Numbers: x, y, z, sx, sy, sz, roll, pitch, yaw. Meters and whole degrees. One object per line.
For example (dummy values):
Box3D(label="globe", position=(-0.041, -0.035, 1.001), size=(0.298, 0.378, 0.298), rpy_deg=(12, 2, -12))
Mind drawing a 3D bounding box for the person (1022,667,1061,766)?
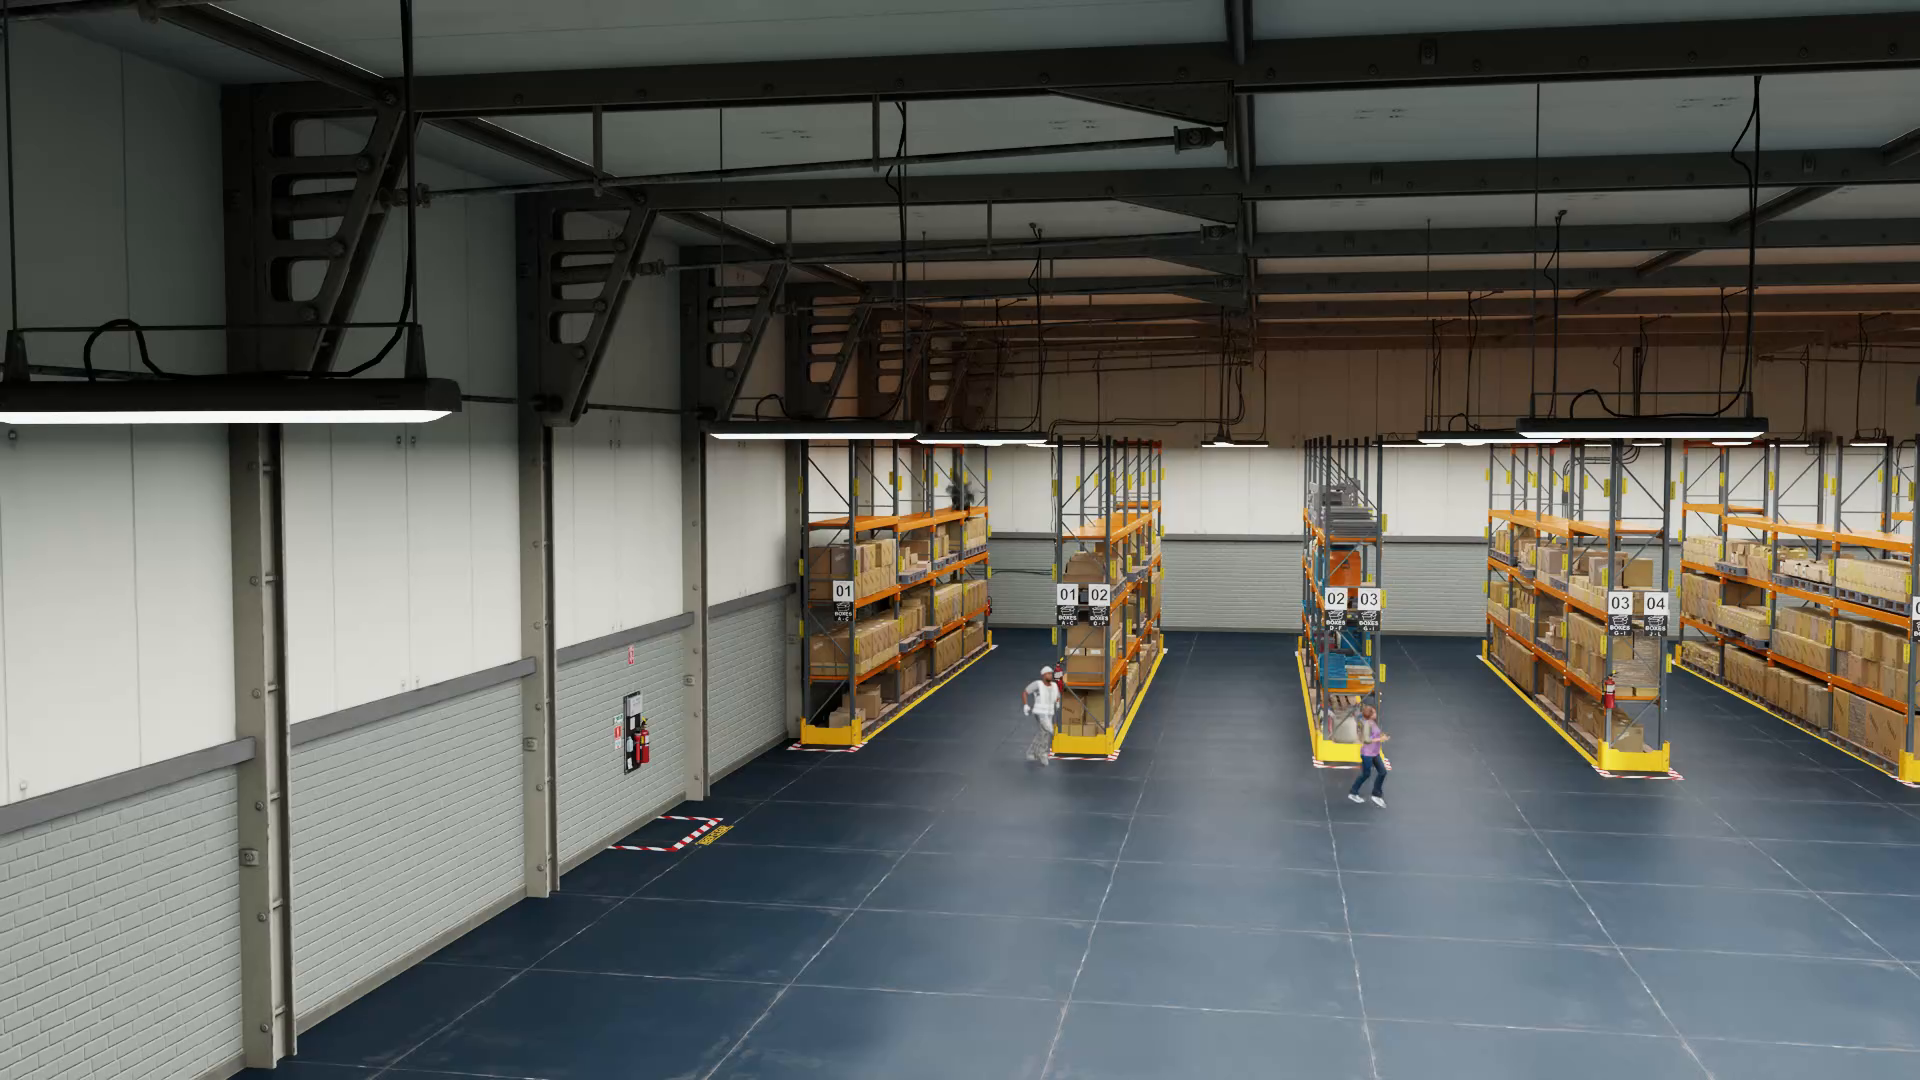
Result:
Box3D(label="person", position=(1.557, 3.190, 30.355), size=(0.701, 1.745, 0.675), rpy_deg=(-3, 4, -40))

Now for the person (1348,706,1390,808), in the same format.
Box3D(label="person", position=(6.577, 3.472, 26.676), size=(0.676, 1.635, 0.516), rpy_deg=(2, 4, 36))

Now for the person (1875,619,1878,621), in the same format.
Box3D(label="person", position=(24.928, 2.439, 45.011), size=(0.663, 1.629, 0.884), rpy_deg=(-3, 4, -43))

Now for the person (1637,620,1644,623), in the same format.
Box3D(label="person", position=(17.782, 2.543, 43.637), size=(0.606, 1.676, 0.869), rpy_deg=(1, 3, 18))
